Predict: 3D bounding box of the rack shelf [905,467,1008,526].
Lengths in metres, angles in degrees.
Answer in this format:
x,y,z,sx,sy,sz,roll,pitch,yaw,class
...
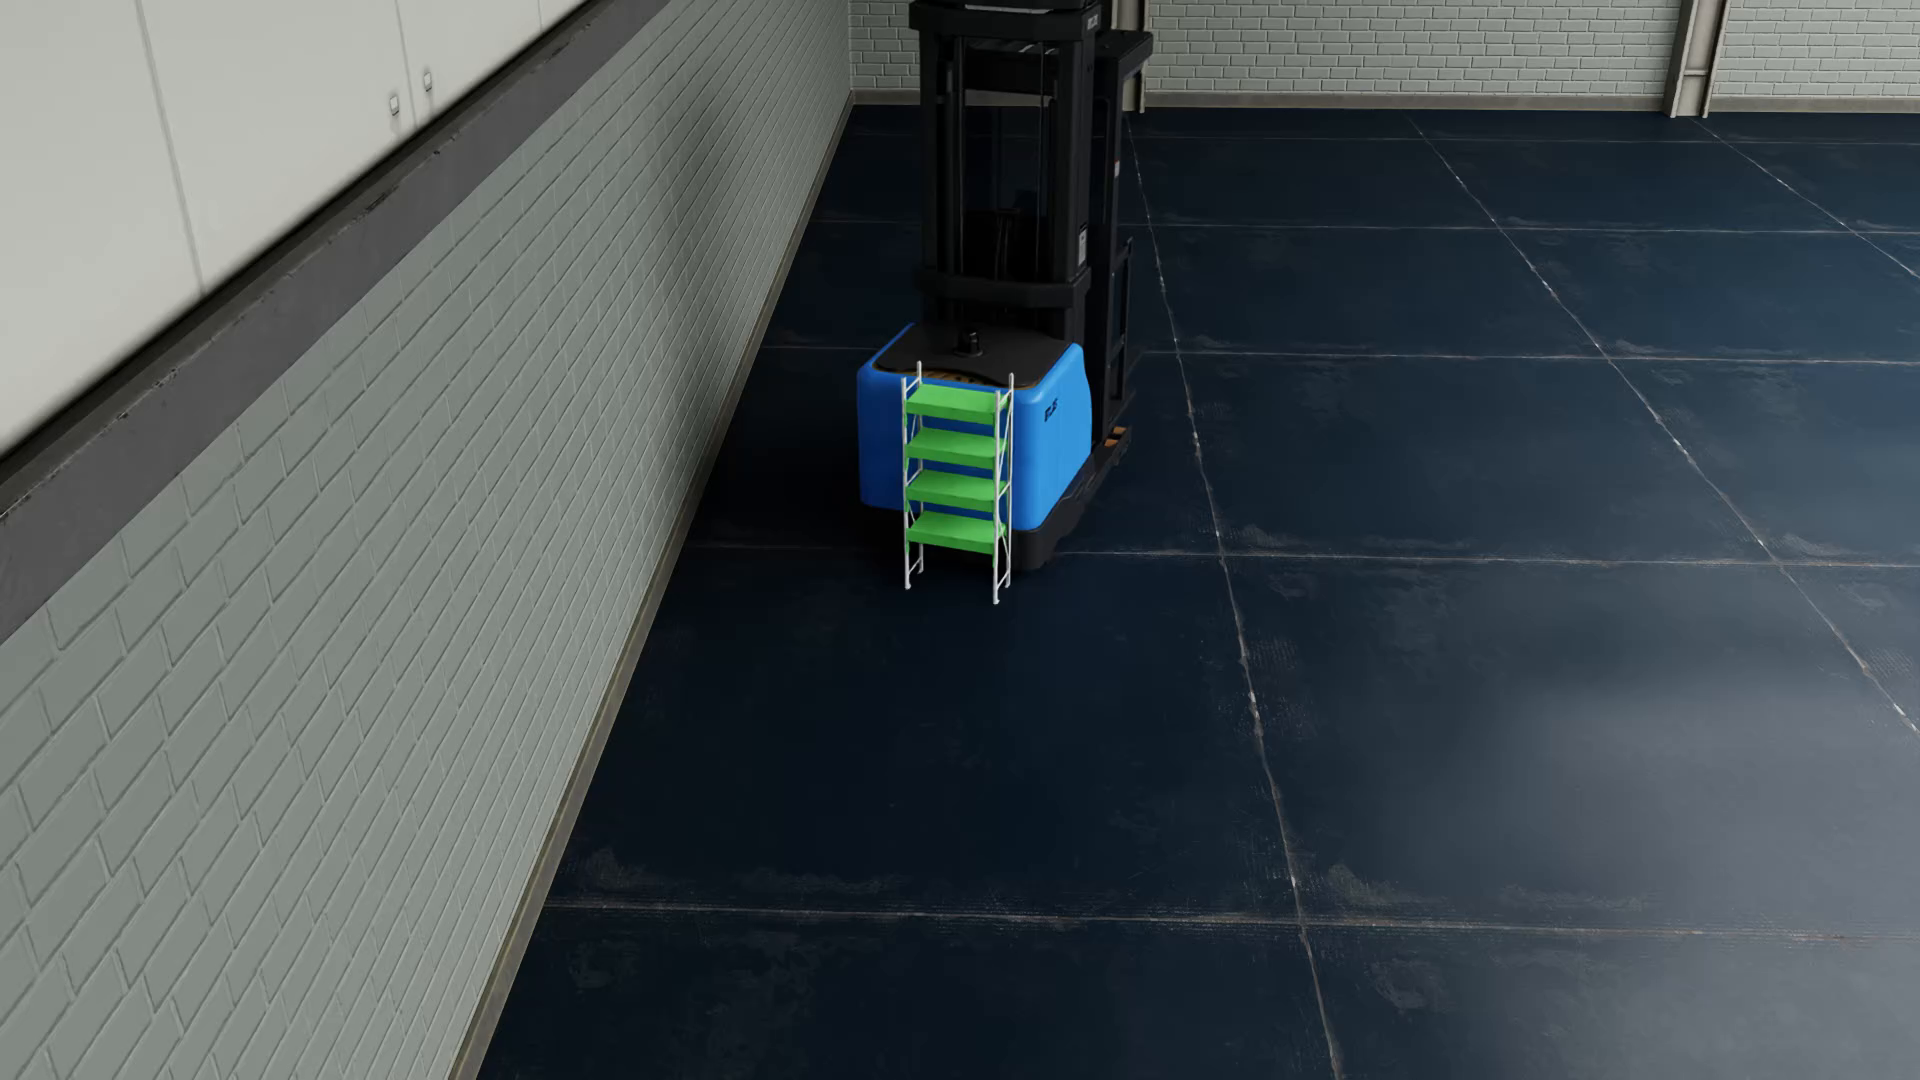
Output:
x,y,z,sx,sy,sz,roll,pitch,yaw,class
-0.012,-0.225,8.530,0.480,0.148,0.258,9,29,17,rack shelf

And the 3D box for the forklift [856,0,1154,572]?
x,y,z,sx,sy,sz,roll,pitch,yaw,class
0.421,-1.799,9.515,1.130,2.935,3.031,10,29,17,forklift

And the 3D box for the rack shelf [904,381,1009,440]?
x,y,z,sx,sy,sz,roll,pitch,yaw,class
-0.012,-0.649,8.305,0.480,0.148,0.258,9,29,17,rack shelf

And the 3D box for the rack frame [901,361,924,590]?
x,y,z,sx,sy,sz,roll,pitch,yaw,class
-0.242,-0.319,8.571,0.015,1.200,0.240,9,29,17,rack frame

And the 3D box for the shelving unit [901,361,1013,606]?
x,y,z,sx,sy,sz,roll,pitch,yaw,class
-0.012,-0.282,8.500,0.503,1.200,0.258,9,29,17,shelving unit

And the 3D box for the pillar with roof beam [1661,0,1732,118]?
x,y,z,sx,sy,sz,roll,pitch,yaw,class
7.640,-6.547,11.992,0.400,9.000,9.100,1,28,2,pillar with roof beam

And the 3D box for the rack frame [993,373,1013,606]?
x,y,z,sx,sy,sz,roll,pitch,yaw,class
0.218,-0.244,8.429,0.015,1.200,0.240,9,29,17,rack frame

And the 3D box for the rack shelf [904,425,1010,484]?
x,y,z,sx,sy,sz,roll,pitch,yaw,class
-0.012,-0.437,8.418,0.480,0.148,0.258,9,29,17,rack shelf

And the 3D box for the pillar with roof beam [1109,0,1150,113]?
x,y,z,sx,sy,sz,roll,pitch,yaw,class
1.643,-6.646,12.180,0.400,9.000,9.100,1,28,2,pillar with roof beam

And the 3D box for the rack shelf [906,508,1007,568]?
x,y,z,sx,sy,sz,roll,pitch,yaw,class
-0.012,-0.013,8.642,0.480,0.148,0.258,9,29,17,rack shelf
